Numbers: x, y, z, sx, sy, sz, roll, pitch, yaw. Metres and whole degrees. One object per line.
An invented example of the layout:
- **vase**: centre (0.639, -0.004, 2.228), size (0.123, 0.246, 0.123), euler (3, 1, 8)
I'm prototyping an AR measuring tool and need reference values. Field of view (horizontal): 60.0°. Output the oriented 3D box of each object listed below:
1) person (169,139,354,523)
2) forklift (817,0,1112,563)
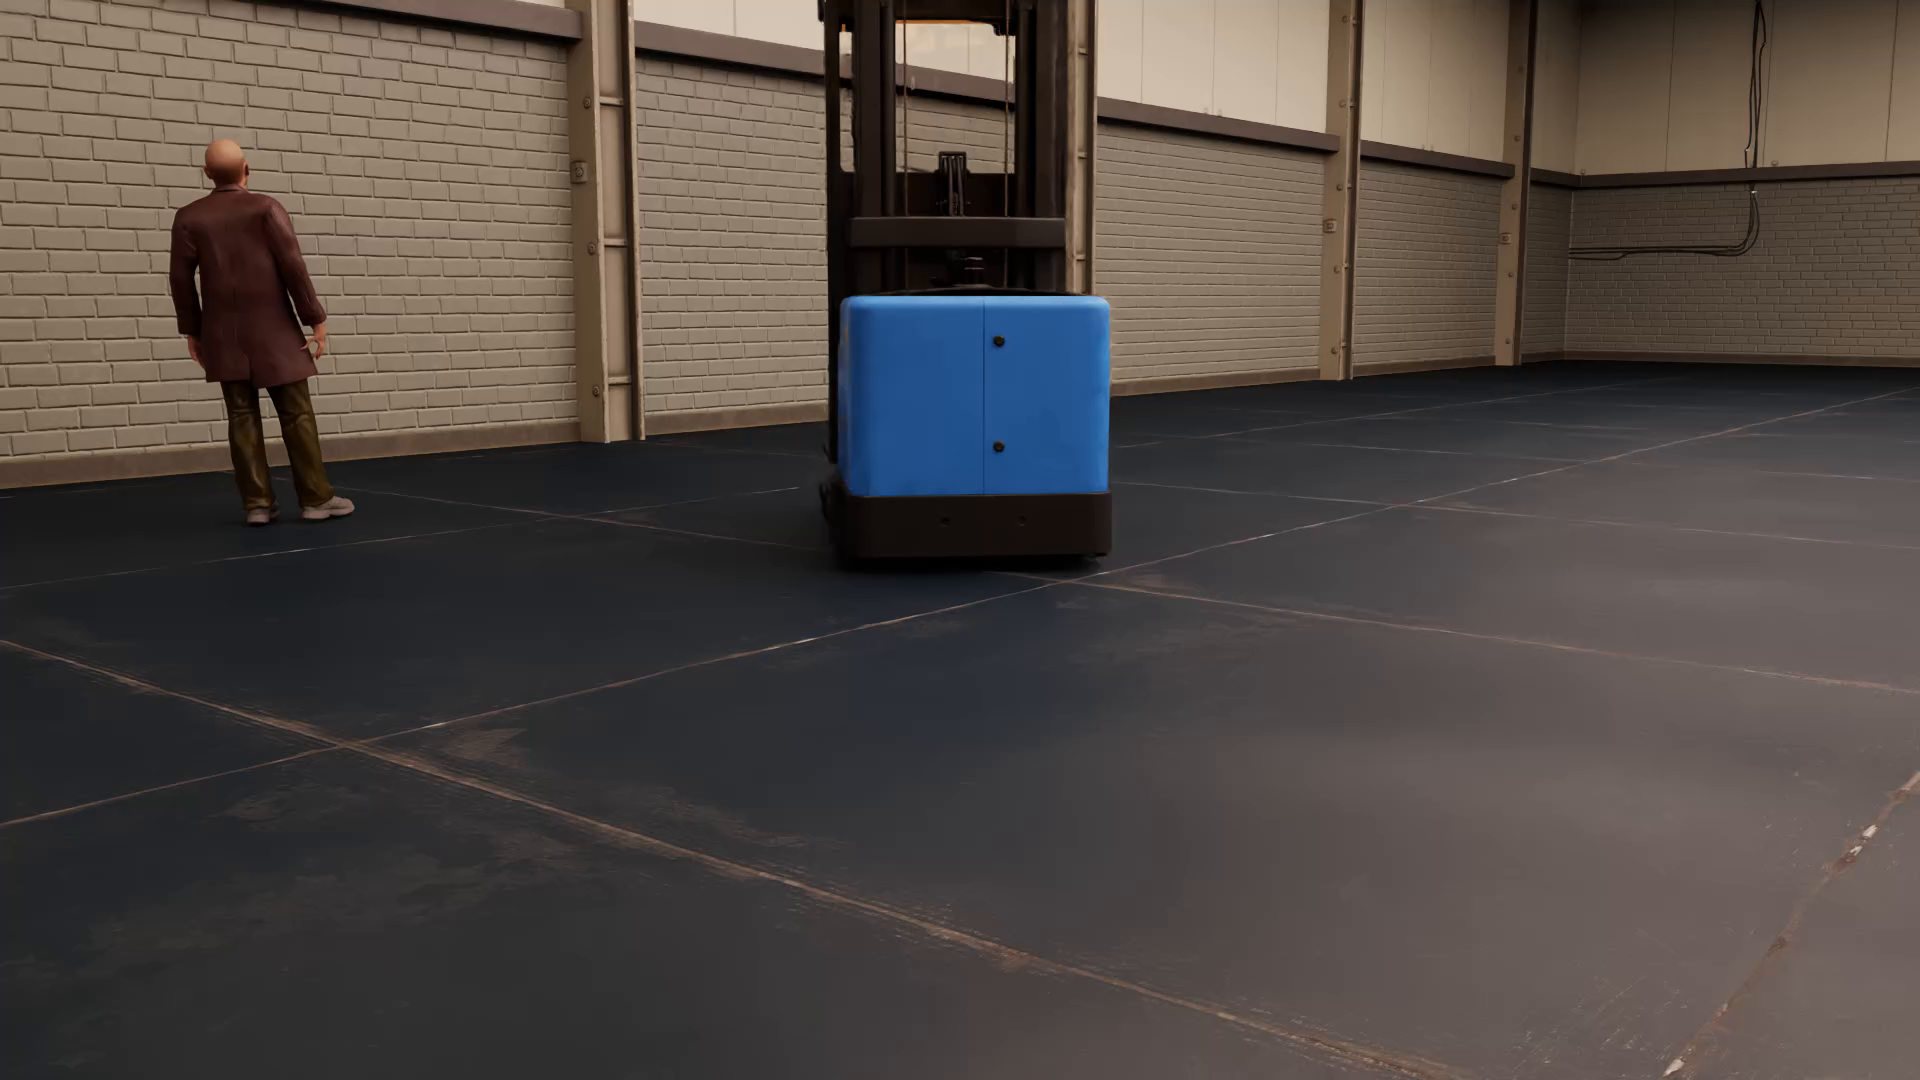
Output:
- **person**: centre (-3.322, -0.975, 7.884), size (0.695, 1.775, 0.584), euler (0, 8, -1)
- **forklift**: centre (-0.093, -1.534, 7.762), size (1.130, 2.935, 3.031), euler (-1, 8, -7)
